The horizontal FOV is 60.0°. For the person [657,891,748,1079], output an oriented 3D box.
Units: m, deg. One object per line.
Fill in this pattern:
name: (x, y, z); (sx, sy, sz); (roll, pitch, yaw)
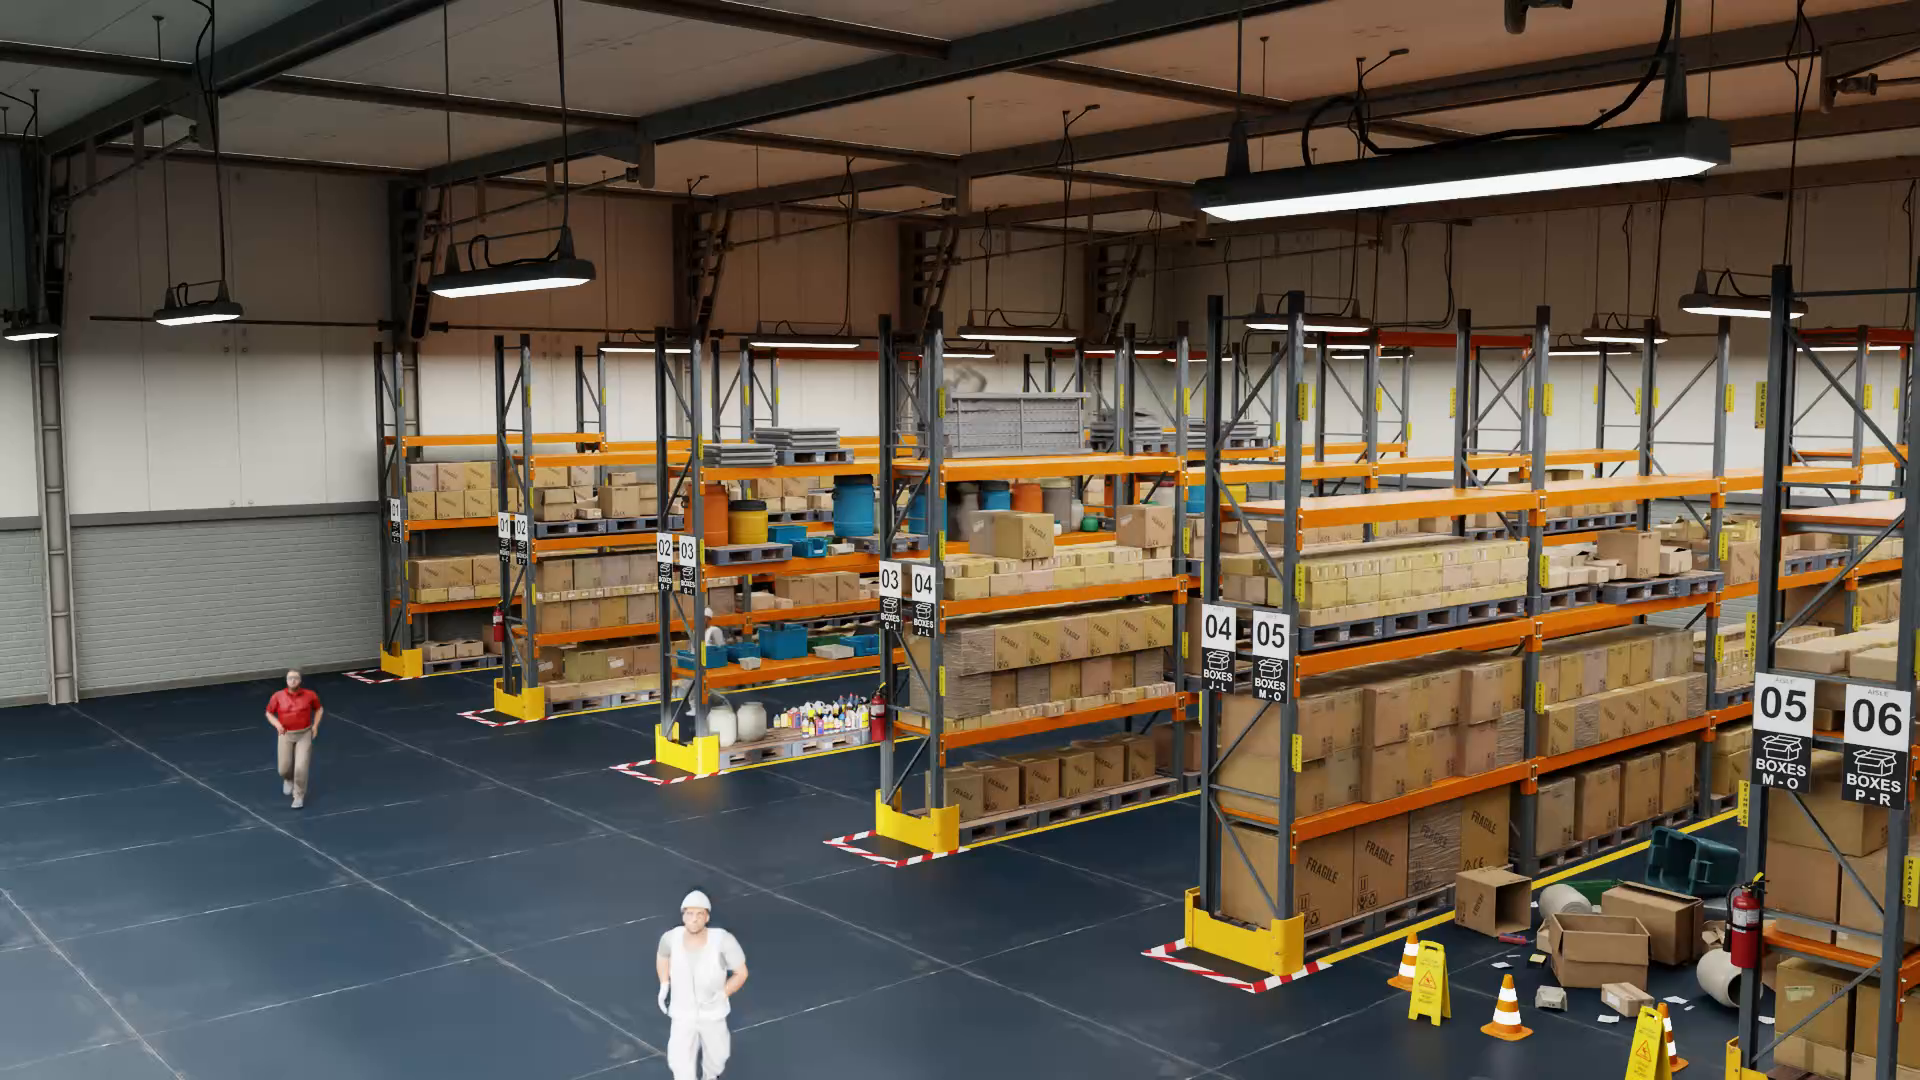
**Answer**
person: (-1.752, 3.252, 11.321); (0.623, 1.790, 1.172); (-1, 5, -8)

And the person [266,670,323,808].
person: (-8.252, 2.445, 20.655); (0.664, 1.684, 0.678); (-2, 6, -21)

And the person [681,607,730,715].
person: (-3.827, 1.876, 24.940); (0.695, 1.734, 0.817); (4, 6, 35)
